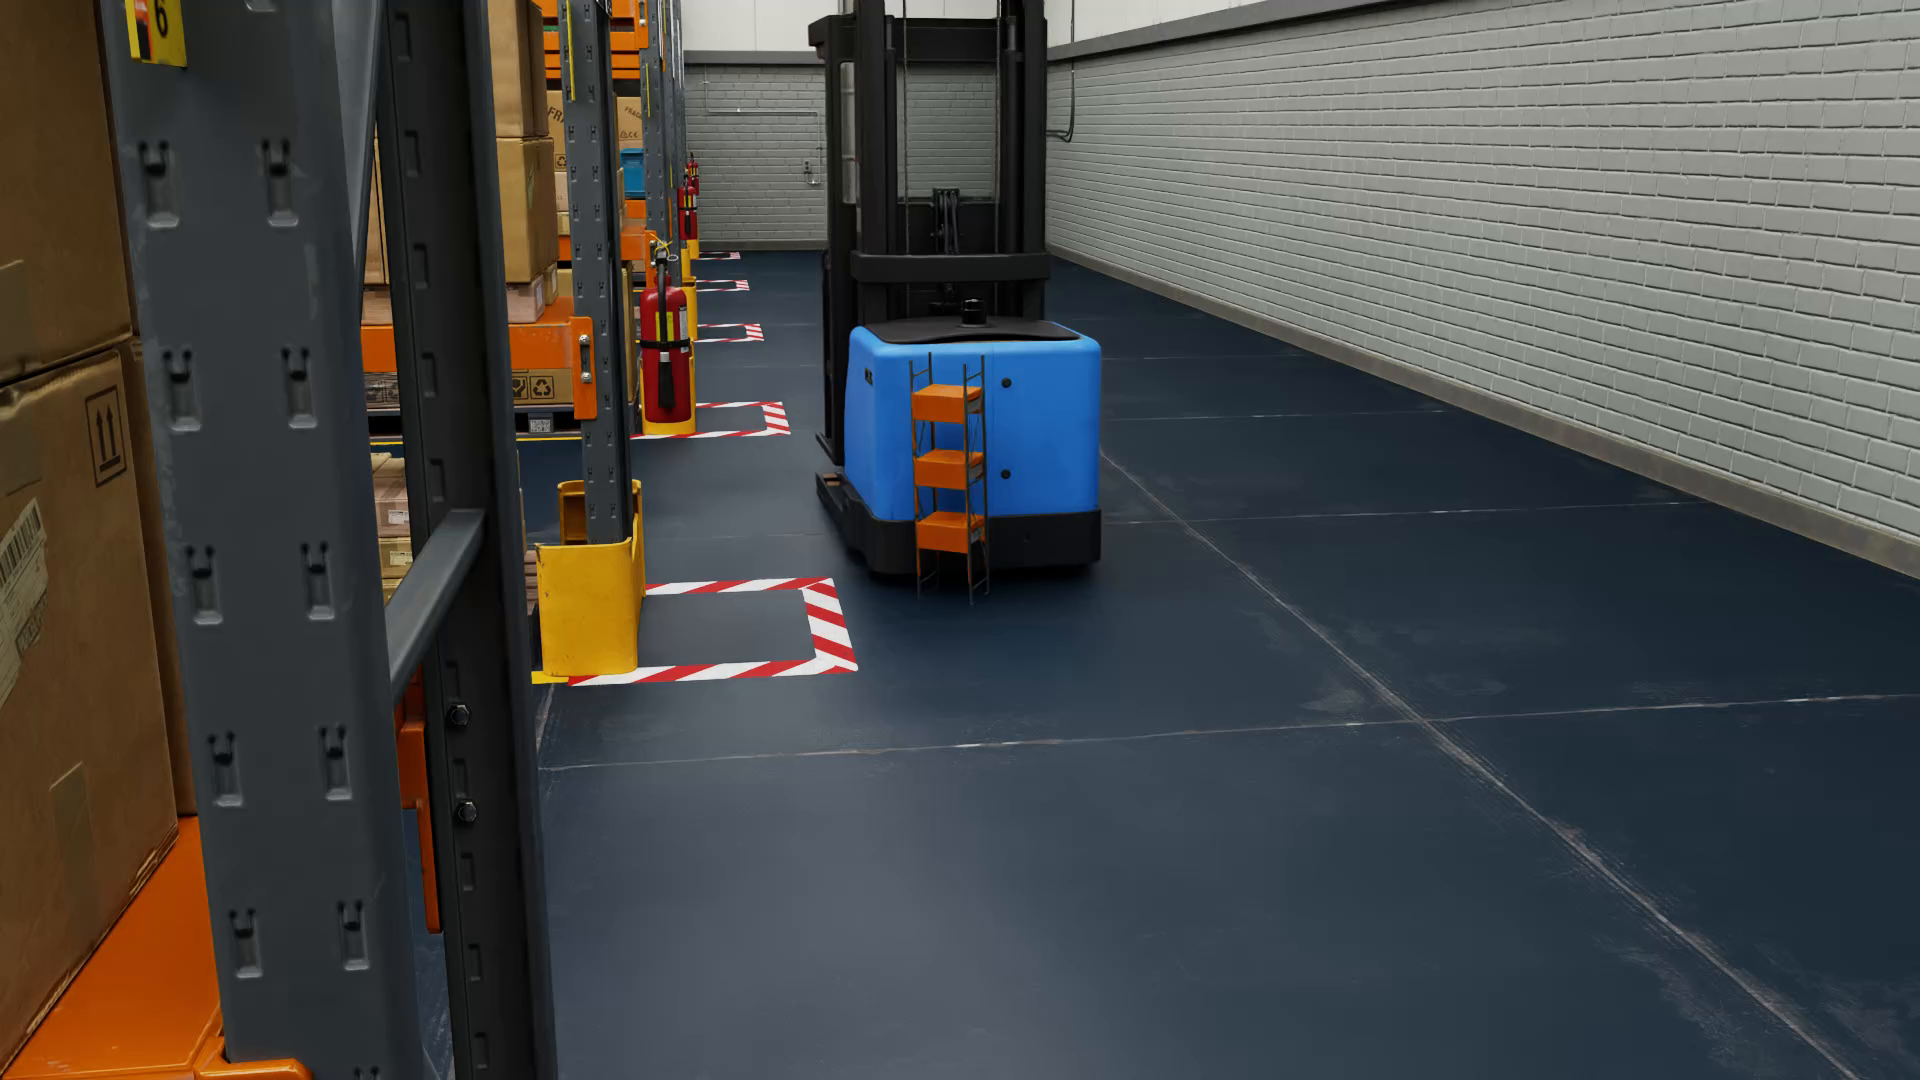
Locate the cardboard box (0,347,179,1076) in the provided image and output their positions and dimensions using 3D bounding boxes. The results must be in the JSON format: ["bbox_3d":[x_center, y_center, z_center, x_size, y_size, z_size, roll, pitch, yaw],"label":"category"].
[{"bbox_3d":[-0.995,0.128,1.339,0.500,0.500,0.500,-2,14,-8],"label":"cardboard box"}]

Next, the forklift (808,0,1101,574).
[{"bbox_3d":[-0.166,-1.583,8.508,1.130,2.935,3.031,-3,14,-12],"label":"forklift"}]

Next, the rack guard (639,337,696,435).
[{"bbox_3d":[-2.010,-1.077,11.488,0.348,0.500,1.175,-2,14,-8],"label":"rack guard"}]

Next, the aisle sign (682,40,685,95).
[{"bbox_3d":[-4.132,-7.054,24.839,0.004,0.787,0.394,-2,14,-8],"label":"aisle sign"}]

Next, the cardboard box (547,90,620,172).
[{"bbox_3d":[-2.476,-2.643,10.749,0.500,0.500,0.500,-2,14,-8],"label":"cardboard box"}]

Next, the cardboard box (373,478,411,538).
[{"bbox_3d":[-2.137,-0.126,6.331,0.250,0.149,0.380,-2,14,-7],"label":"cardboard box"}]

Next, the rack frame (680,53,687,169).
[{"bbox_3d":[-4.247,-5.863,25.433,0.127,3.000,1.000,-2,14,-8],"label":"rack frame"}]

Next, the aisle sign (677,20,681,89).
[{"bbox_3d":[-3.393,-5.861,20.082,0.004,0.787,0.394,-2,14,-8],"label":"aisle sign"}]

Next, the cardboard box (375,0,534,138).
[{"bbox_3d":[-1.810,-1.693,5.934,0.500,0.500,0.500,-2,14,-9],"label":"cardboard box"}]

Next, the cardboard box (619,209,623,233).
[{"bbox_3d":[-2.337,-2.074,10.843,0.250,0.149,0.380,-2,14,-7],"label":"cardboard box"}]

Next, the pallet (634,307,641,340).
[{"bbox_3d":[-3.593,-2.107,16.188,1.213,0.211,1.003,-2,14,-8],"label":"pallet"}]

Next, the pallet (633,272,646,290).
[{"bbox_3d":[-4.369,-3.287,20.894,1.213,0.211,1.003,-2,14,-8],"label":"pallet"}]

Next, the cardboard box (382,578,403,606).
[{"bbox_3d":[-2.123,0.190,6.294,0.250,0.149,0.380,-2,14,-7],"label":"cardboard box"}]

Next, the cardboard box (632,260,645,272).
[{"bbox_3d":[-4.007,-3.593,20.618,0.500,0.500,0.500,-2,14,-8],"label":"cardboard box"}]

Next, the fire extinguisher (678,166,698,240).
[{"bbox_3d":[-2.555,-3.158,15.571,0.183,0.674,0.296,-2,14,-8],"label":"fire extinguisher"}]

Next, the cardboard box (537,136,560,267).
[{"bbox_3d":[-1.880,-1.335,6.560,0.500,0.500,0.500,-1,14,-6],"label":"cardboard box"}]

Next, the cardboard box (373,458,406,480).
[{"bbox_3d":[-2.218,-0.225,6.727,0.250,0.149,0.380,-2,14,-7],"label":"cardboard box"}]

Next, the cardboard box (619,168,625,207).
[{"bbox_3d":[-2.549,-2.407,11.352,0.500,0.250,0.500,-2,14,-10],"label":"cardboard box"}]

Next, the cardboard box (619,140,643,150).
[{"bbox_3d":[-3.908,-4.638,20.344,0.500,0.500,0.500,-2,14,-7],"label":"cardboard box"}]

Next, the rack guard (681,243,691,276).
[{"bbox_3d":[-3.581,-3.456,20.975,0.348,0.500,1.175,-2,14,-8],"label":"rack guard"}]

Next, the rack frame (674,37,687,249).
[{"bbox_3d":[-3.506,-4.671,20.682,0.127,3.000,1.000,-2,14,-8],"label":"rack frame"}]

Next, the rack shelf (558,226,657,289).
[{"bbox_3d":[-4.011,-1.867,10.979,4.000,0.370,1.077,-2,14,-8],"label":"rack shelf"}]

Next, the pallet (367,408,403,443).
[{"bbox_3d":[-4.016,-0.845,11.156,1.213,0.211,1.003,-2,14,-8],"label":"pallet"}]

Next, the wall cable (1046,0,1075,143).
[{"bbox_3d":[1.399,-7.386,25.555,0.112,2.526,3.097,-2,14,-8],"label":"wall cable"}]

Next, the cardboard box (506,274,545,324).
[{"bbox_3d":[-1.675,-0.890,6.121,0.250,0.149,0.380,-2,14,-8],"label":"cardboard box"}]

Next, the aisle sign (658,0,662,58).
[{"bbox_3d":[-1.918,-3.480,10.587,0.004,0.787,0.394,-2,14,-8],"label":"aisle sign"}]

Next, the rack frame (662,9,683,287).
[{"bbox_3d":[-2.772,-3.480,15.931,0.127,3.000,1.000,-2,14,-8],"label":"rack frame"}]

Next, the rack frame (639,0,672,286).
[{"bbox_3d":[-2.034,-2.288,11.180,0.127,3.000,1.000,-2,14,-8],"label":"rack frame"}]

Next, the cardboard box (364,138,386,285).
[{"bbox_3d":[-2.311,-1.189,5.979,0.500,0.500,0.500,-2,14,-9],"label":"cardboard box"}]

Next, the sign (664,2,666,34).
[{"bbox_3d":[-2.674,-4.752,15.053,0.005,0.325,0.100,-2,14,-8],"label":"sign"}]

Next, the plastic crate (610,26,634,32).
[{"bbox_3d":[-3.194,-4.924,15.793,0.590,0.269,0.497,-2,14,-8],"label":"plastic crate"}]

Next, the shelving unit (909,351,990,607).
[{"bbox_3d":[-0.040,-0.257,7.063,0.252,1.050,0.215,6,19,24],"label":"shelving unit"}]

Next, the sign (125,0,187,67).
[{"bbox_3d":[-0.490,-0.450,0.983,0.005,0.325,0.100,-2,14,-8],"label":"sign"}]

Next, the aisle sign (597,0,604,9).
[{"bbox_3d":[-1.278,-2.283,5.815,0.004,0.787,0.394,-2,14,-8],"label":"aisle sign"}]

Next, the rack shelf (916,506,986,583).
[{"bbox_3d":[-0.032,0.018,7.149,0.240,0.259,0.215,6,19,24],"label":"rack shelf"}]

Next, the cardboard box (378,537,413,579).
[{"bbox_3d":[-2.141,0.027,6.332,0.250,0.149,0.380,-2,14,-10],"label":"cardboard box"}]

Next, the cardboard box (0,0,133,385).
[{"bbox_3d":[-0.999,-0.363,1.243,0.500,0.500,0.500,-2,14,-6],"label":"cardboard box"}]

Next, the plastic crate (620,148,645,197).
[{"bbox_3d":[-3.075,-3.469,15.692,0.499,0.435,0.616,-2,14,-8],"label":"plastic crate"}]

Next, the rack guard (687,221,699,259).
[{"bbox_3d":[-4.224,-4.651,25.741,0.348,0.500,1.175,-2,14,-8],"label":"rack guard"}]

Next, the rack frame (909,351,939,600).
[{"bbox_3d":[-0.151,-0.270,7.112,0.008,1.050,0.200,6,19,24],"label":"rack frame"}]

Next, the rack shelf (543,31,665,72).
[{"bbox_3d":[-4.749,-4.513,15.364,4.000,0.370,1.077,-2,14,-8],"label":"rack shelf"}]

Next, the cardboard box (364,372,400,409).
[{"bbox_3d":[-3.554,-1.386,11.087,0.875,0.875,0.875,-2,14,-8],"label":"cardboard box"}]

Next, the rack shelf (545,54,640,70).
[{"bbox_3d":[-5.483,-5.705,20.116,4.000,0.370,1.077,-2,14,-8],"label":"rack shelf"}]

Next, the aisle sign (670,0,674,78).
[{"bbox_3d":[-2.657,-4.673,15.344,0.004,0.787,0.394,-2,14,-8],"label":"aisle sign"}]

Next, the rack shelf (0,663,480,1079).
[{"bbox_3d":[-2.535,0.517,1.474,4.000,0.370,1.077,-2,14,-8],"label":"rack shelf"}]
